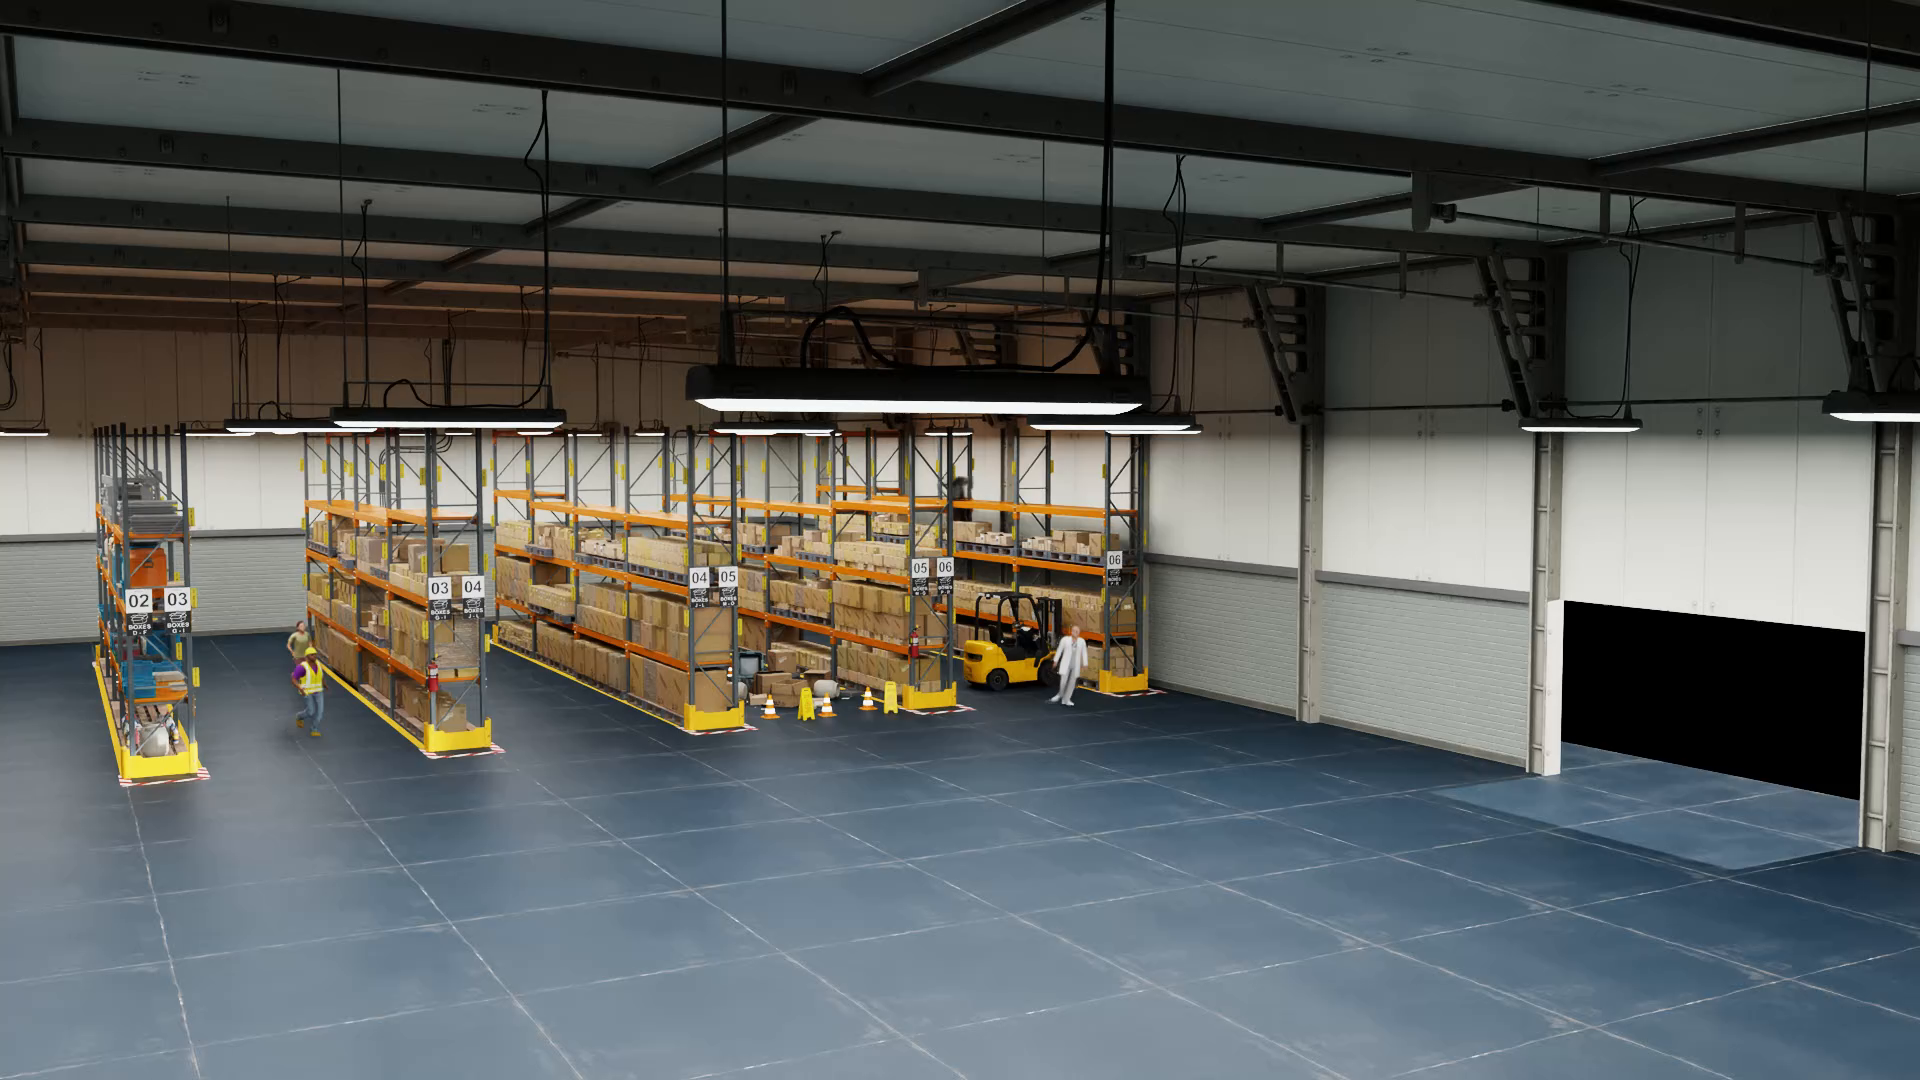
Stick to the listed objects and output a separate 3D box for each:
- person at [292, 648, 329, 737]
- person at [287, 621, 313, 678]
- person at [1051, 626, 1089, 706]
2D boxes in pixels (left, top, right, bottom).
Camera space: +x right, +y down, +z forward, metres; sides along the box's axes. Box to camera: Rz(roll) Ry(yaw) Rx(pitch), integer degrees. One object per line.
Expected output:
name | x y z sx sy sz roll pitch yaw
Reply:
person | -12.542 2.929 32.073 0.722 1.724 0.706 3 4 37
person | -14.943 2.638 37.679 0.591 1.622 0.688 -3 5 -41
person | 2.351 2.696 35.685 0.739 1.746 0.570 -1 4 -13
